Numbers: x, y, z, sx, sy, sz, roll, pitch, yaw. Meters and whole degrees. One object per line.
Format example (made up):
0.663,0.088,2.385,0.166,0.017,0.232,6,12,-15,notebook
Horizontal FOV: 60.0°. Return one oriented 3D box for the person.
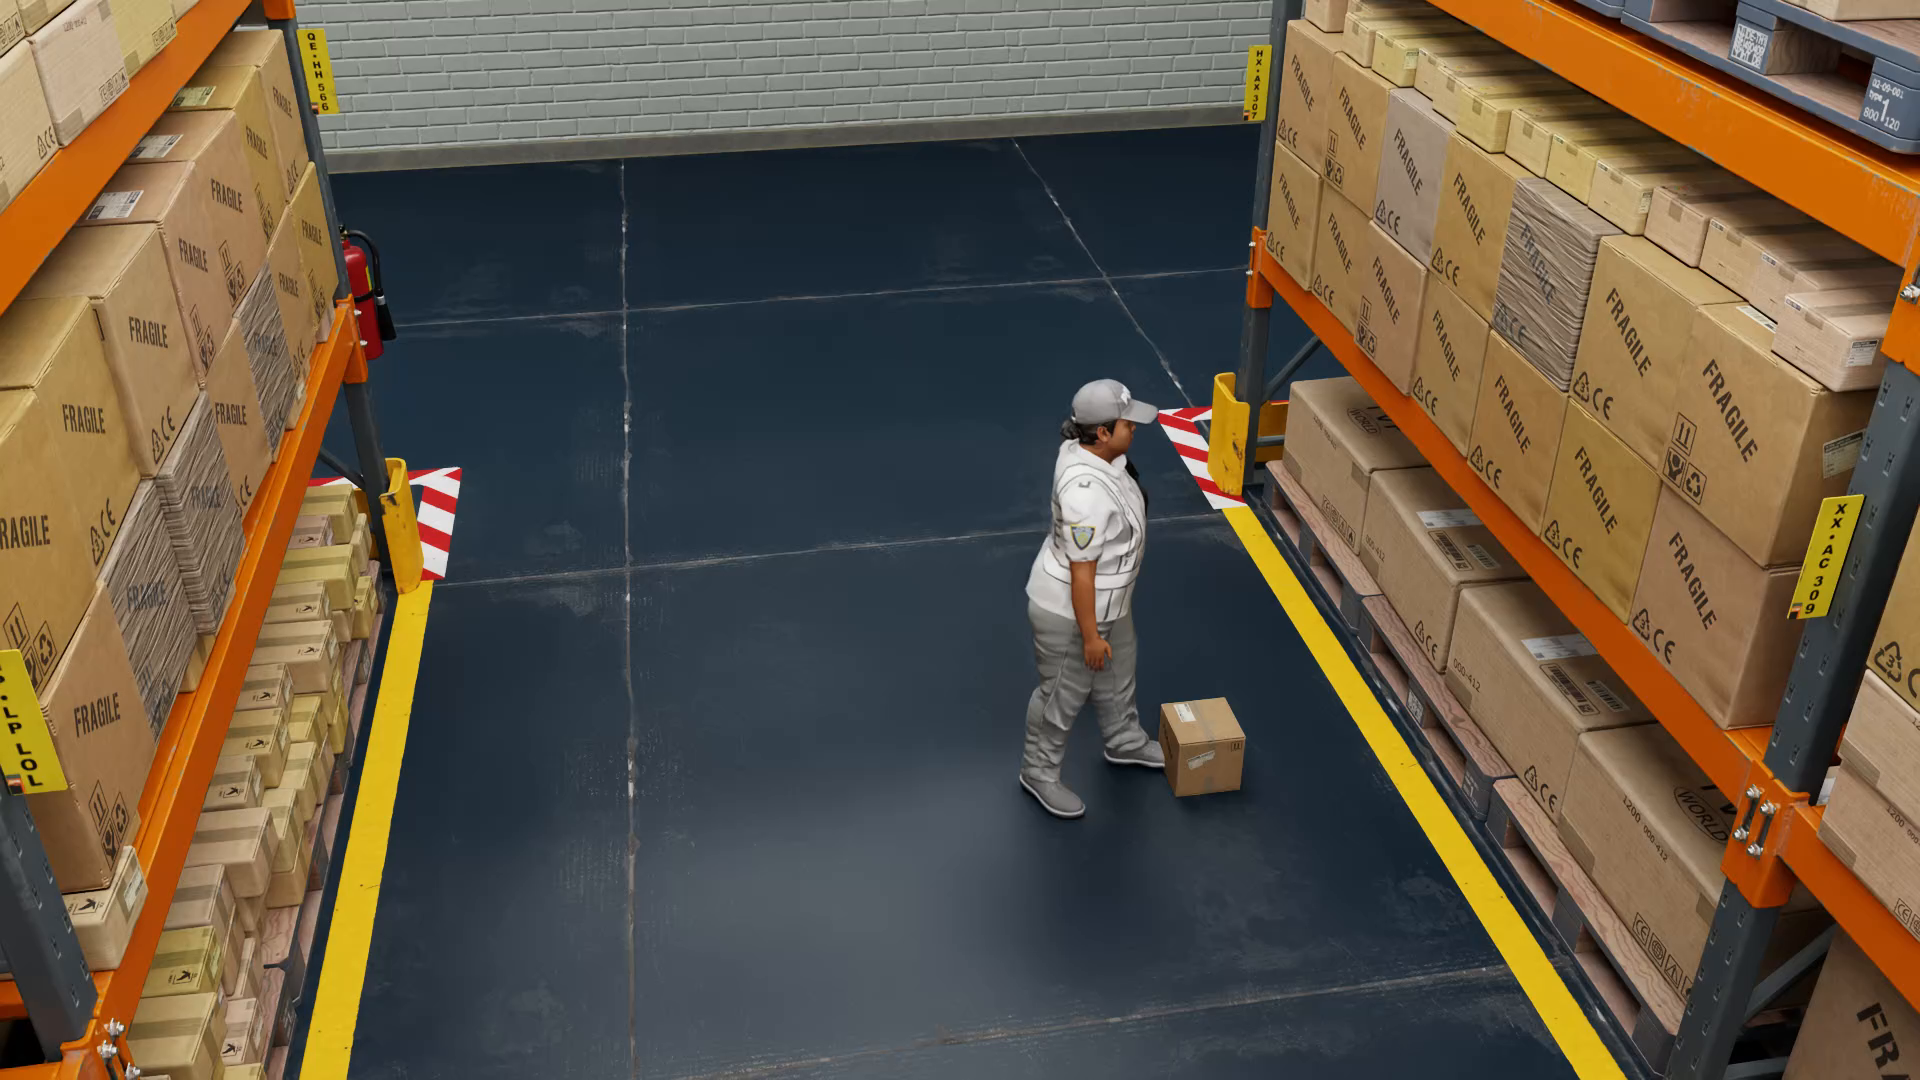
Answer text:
0.516,0.212,5.763,0.586,1.654,0.537,6,31,11,person
